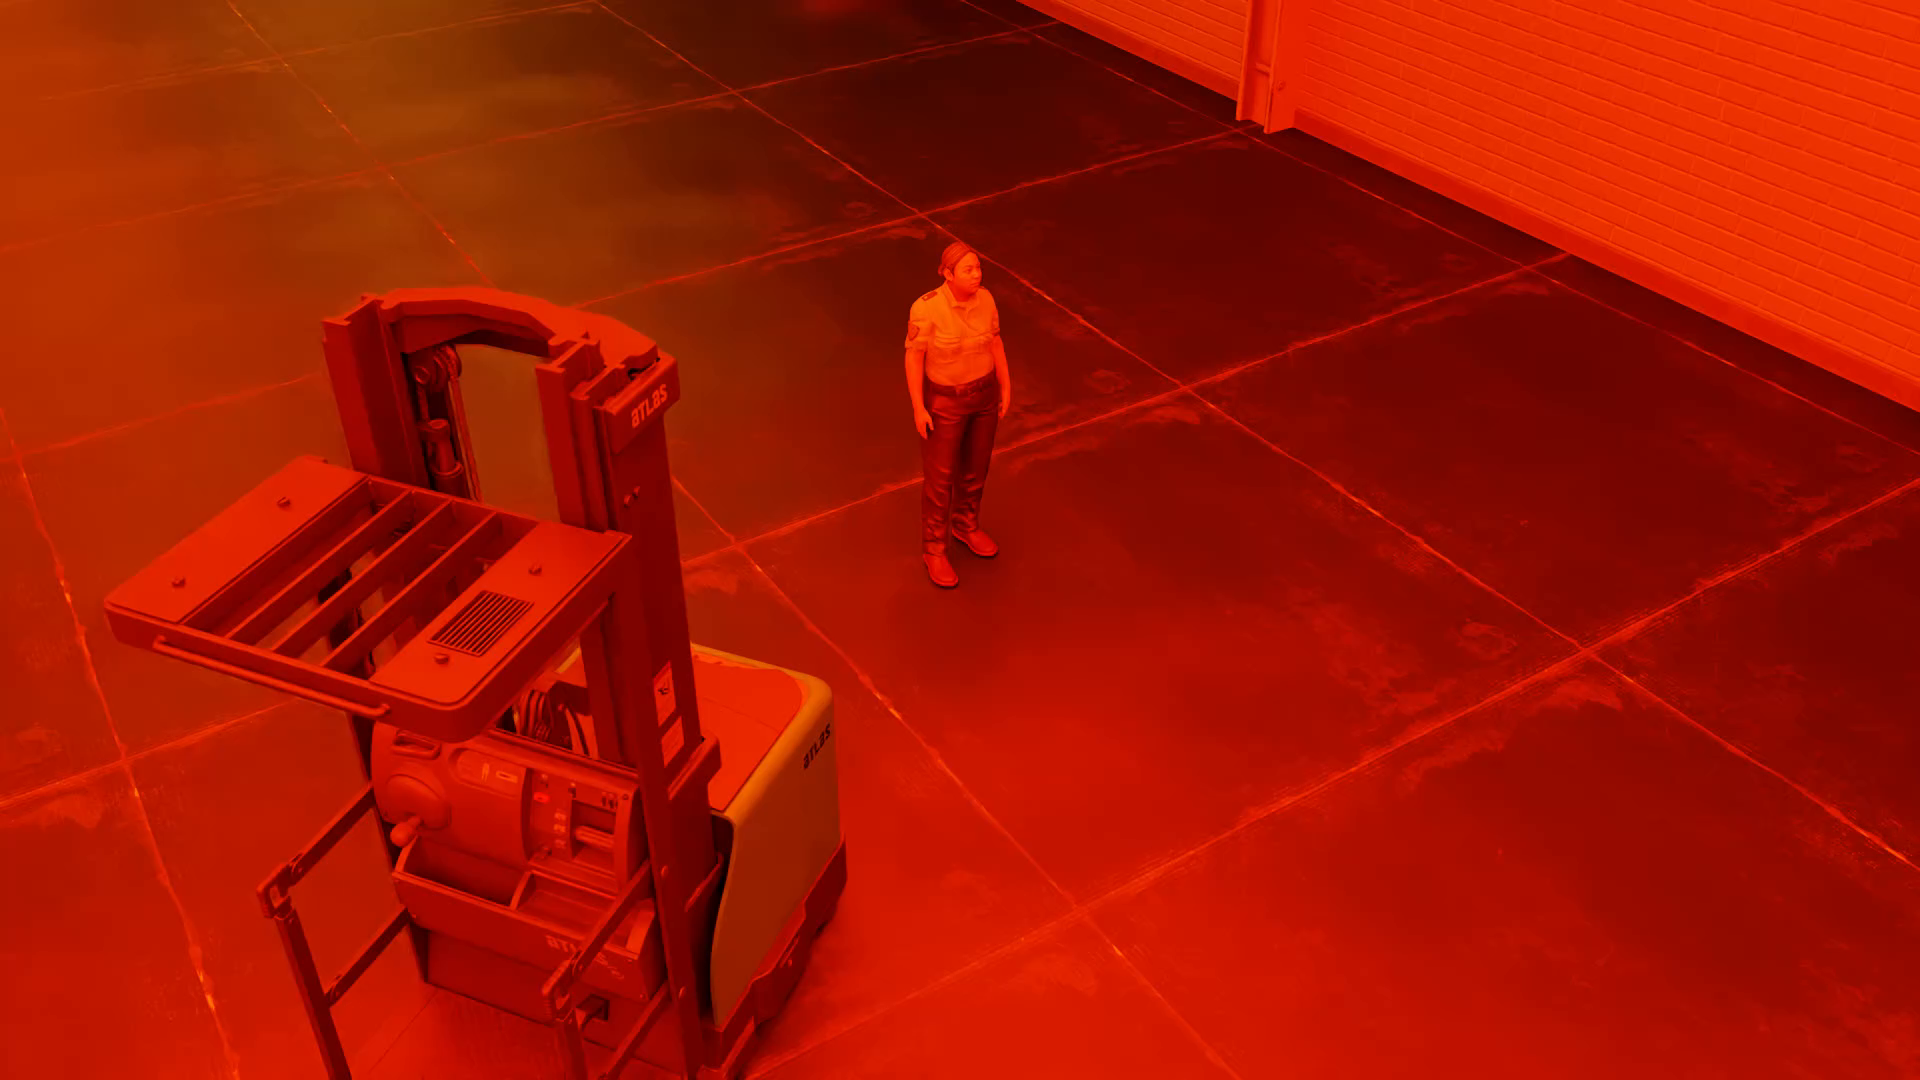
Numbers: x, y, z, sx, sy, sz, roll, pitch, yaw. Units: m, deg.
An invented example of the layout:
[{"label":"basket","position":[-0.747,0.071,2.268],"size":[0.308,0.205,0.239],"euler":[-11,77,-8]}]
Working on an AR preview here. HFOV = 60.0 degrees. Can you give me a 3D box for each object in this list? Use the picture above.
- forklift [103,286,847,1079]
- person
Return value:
[{"label":"forklift","position":[-1.479,0.872,4.907],"size":[1.130,2.935,3.031],"euler":[13,37,18]},{"label":"person","position":[0.030,-0.626,8.151],"size":[0.599,1.640,0.503],"euler":[-21,40,-27]}]
